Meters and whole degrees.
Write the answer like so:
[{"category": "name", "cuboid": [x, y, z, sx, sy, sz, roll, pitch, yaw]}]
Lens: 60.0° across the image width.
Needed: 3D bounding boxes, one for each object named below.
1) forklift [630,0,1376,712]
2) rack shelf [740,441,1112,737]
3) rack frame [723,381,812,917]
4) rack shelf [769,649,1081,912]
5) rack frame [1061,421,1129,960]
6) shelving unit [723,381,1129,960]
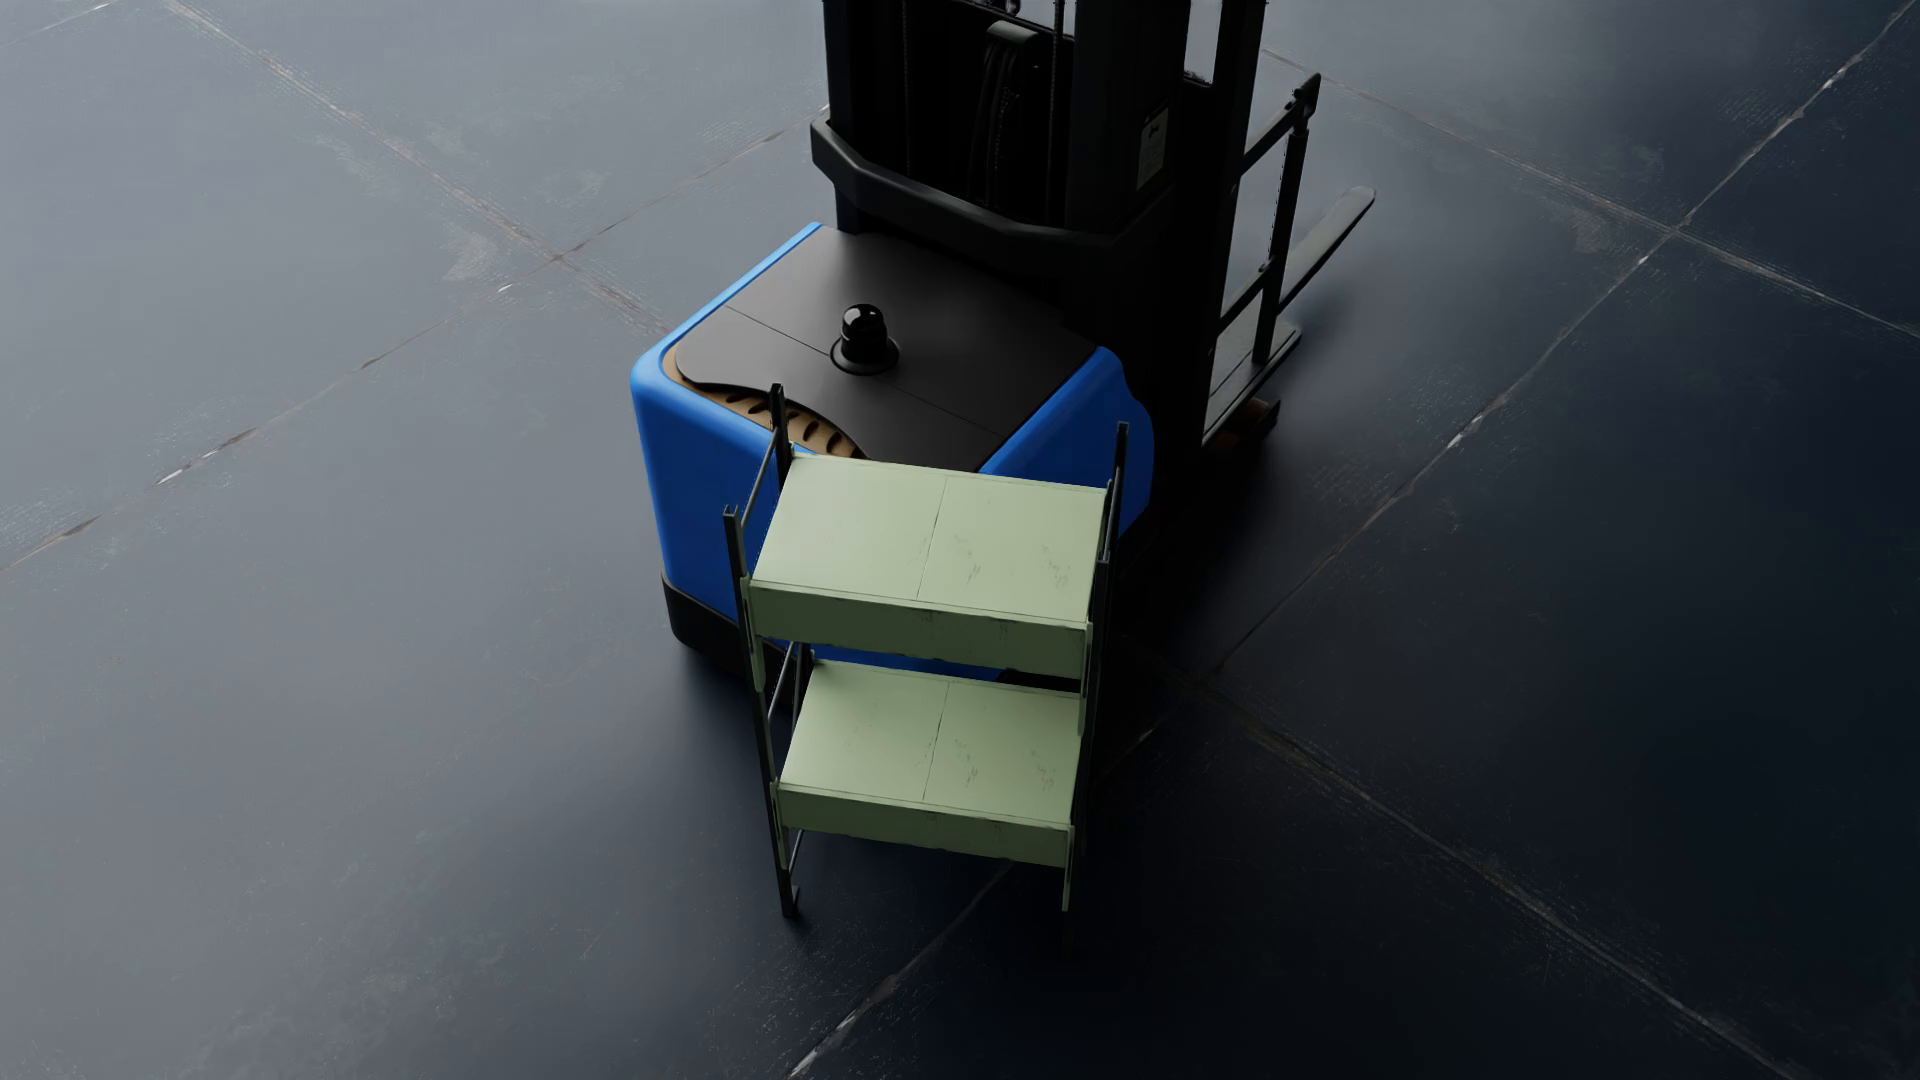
[{"category": "forklift", "cuboid": [0.401, -1.381, 4.536, 1.130, 2.935, 3.031, 27, 52, 23]}, {"category": "rack shelf", "cuboid": [-0.057, 0.101, 3.591, 0.720, 0.370, 0.431, 7, 47, 7]}, {"category": "rack frame", "cuboid": [-0.418, 0.323, 3.917, 0.023, 1.500, 0.400, 7, 47, 7]}, {"category": "rack shelf", "cuboid": [-0.057, 0.592, 4.113, 0.720, 0.370, 0.431, 7, 47, 7]}, {"category": "rack frame", "cuboid": [0.304, 0.413, 3.833, 0.023, 1.500, 0.400, 7, 47, 7]}, {"category": "shelving unit", "cuboid": [-0.057, 0.368, 3.875, 0.755, 1.500, 0.431, 7, 47, 7]}]
